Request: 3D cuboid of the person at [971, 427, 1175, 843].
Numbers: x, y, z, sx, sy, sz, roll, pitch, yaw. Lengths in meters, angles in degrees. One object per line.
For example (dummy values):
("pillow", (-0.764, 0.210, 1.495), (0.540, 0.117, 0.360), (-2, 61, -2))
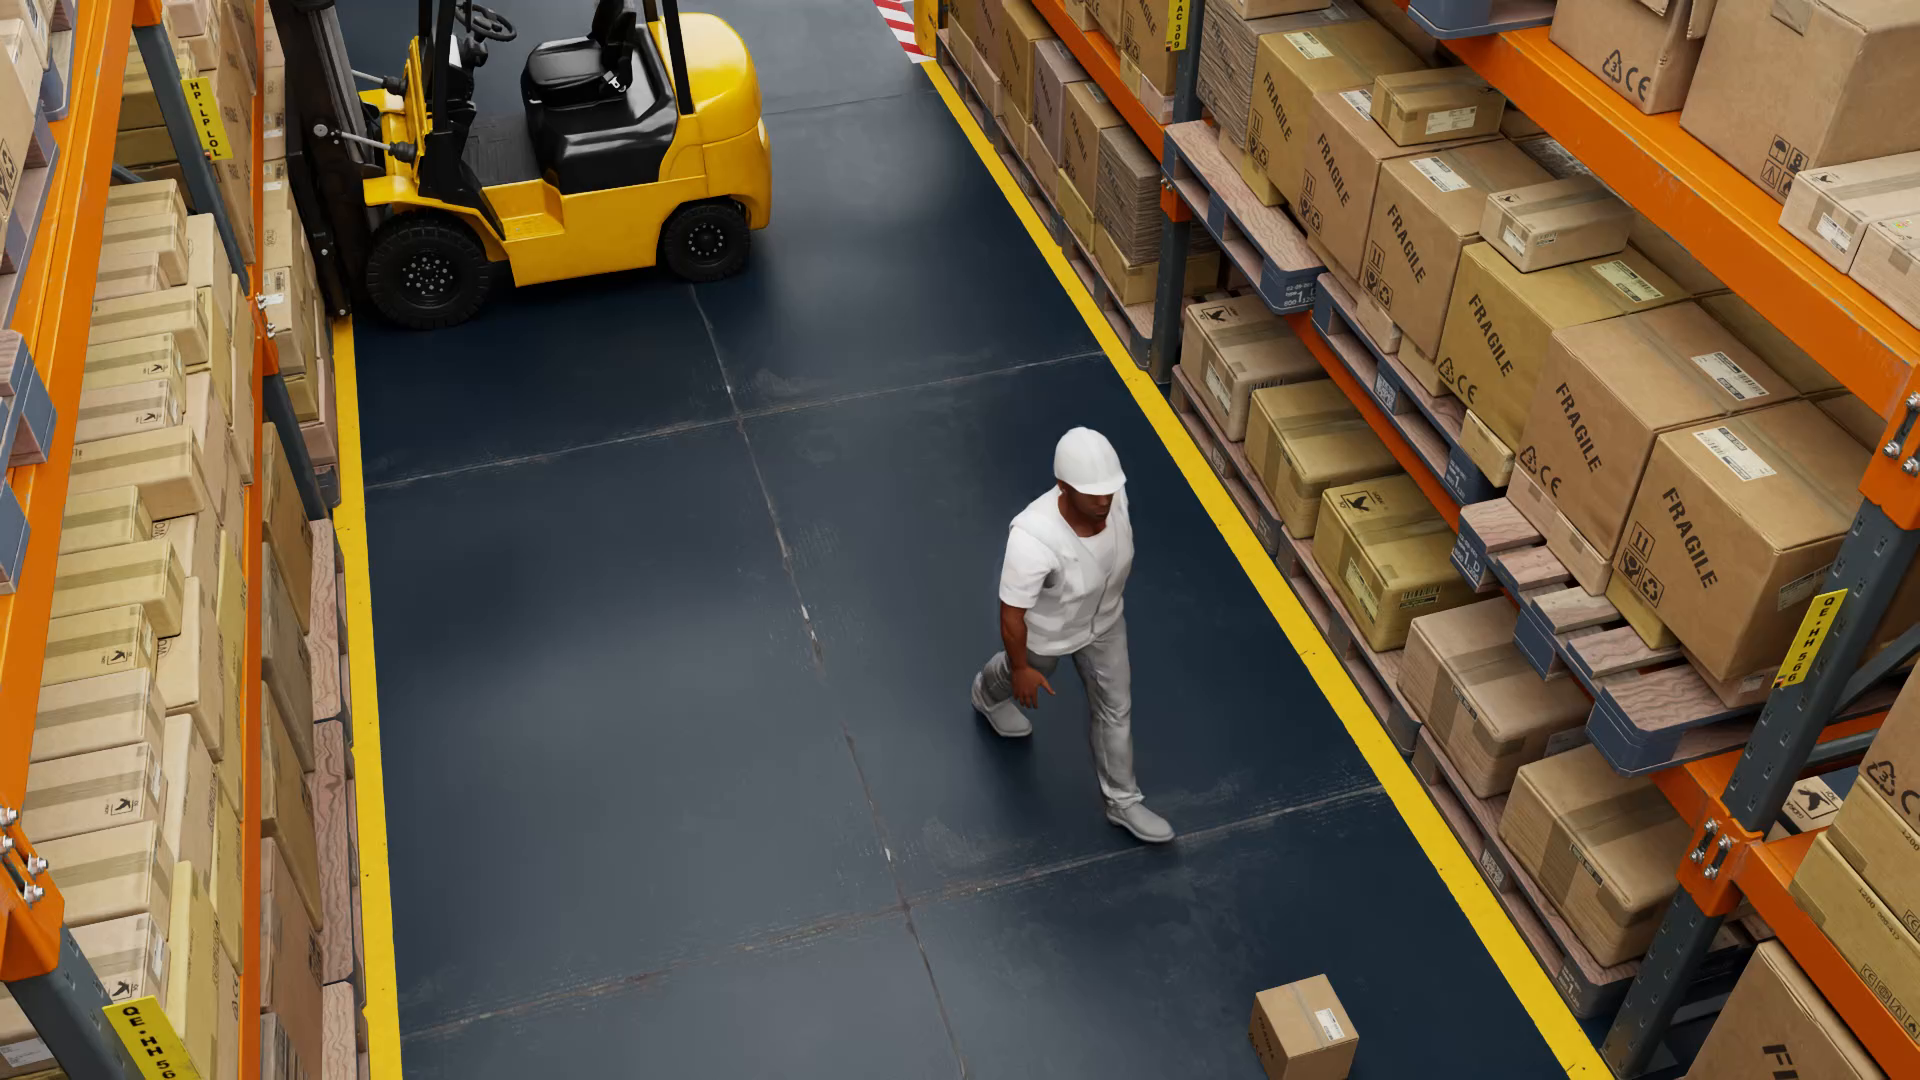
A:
("person", (0.372, 0.297, 5.833), (0.593, 1.717, 1.037), (-25, 48, -25))
